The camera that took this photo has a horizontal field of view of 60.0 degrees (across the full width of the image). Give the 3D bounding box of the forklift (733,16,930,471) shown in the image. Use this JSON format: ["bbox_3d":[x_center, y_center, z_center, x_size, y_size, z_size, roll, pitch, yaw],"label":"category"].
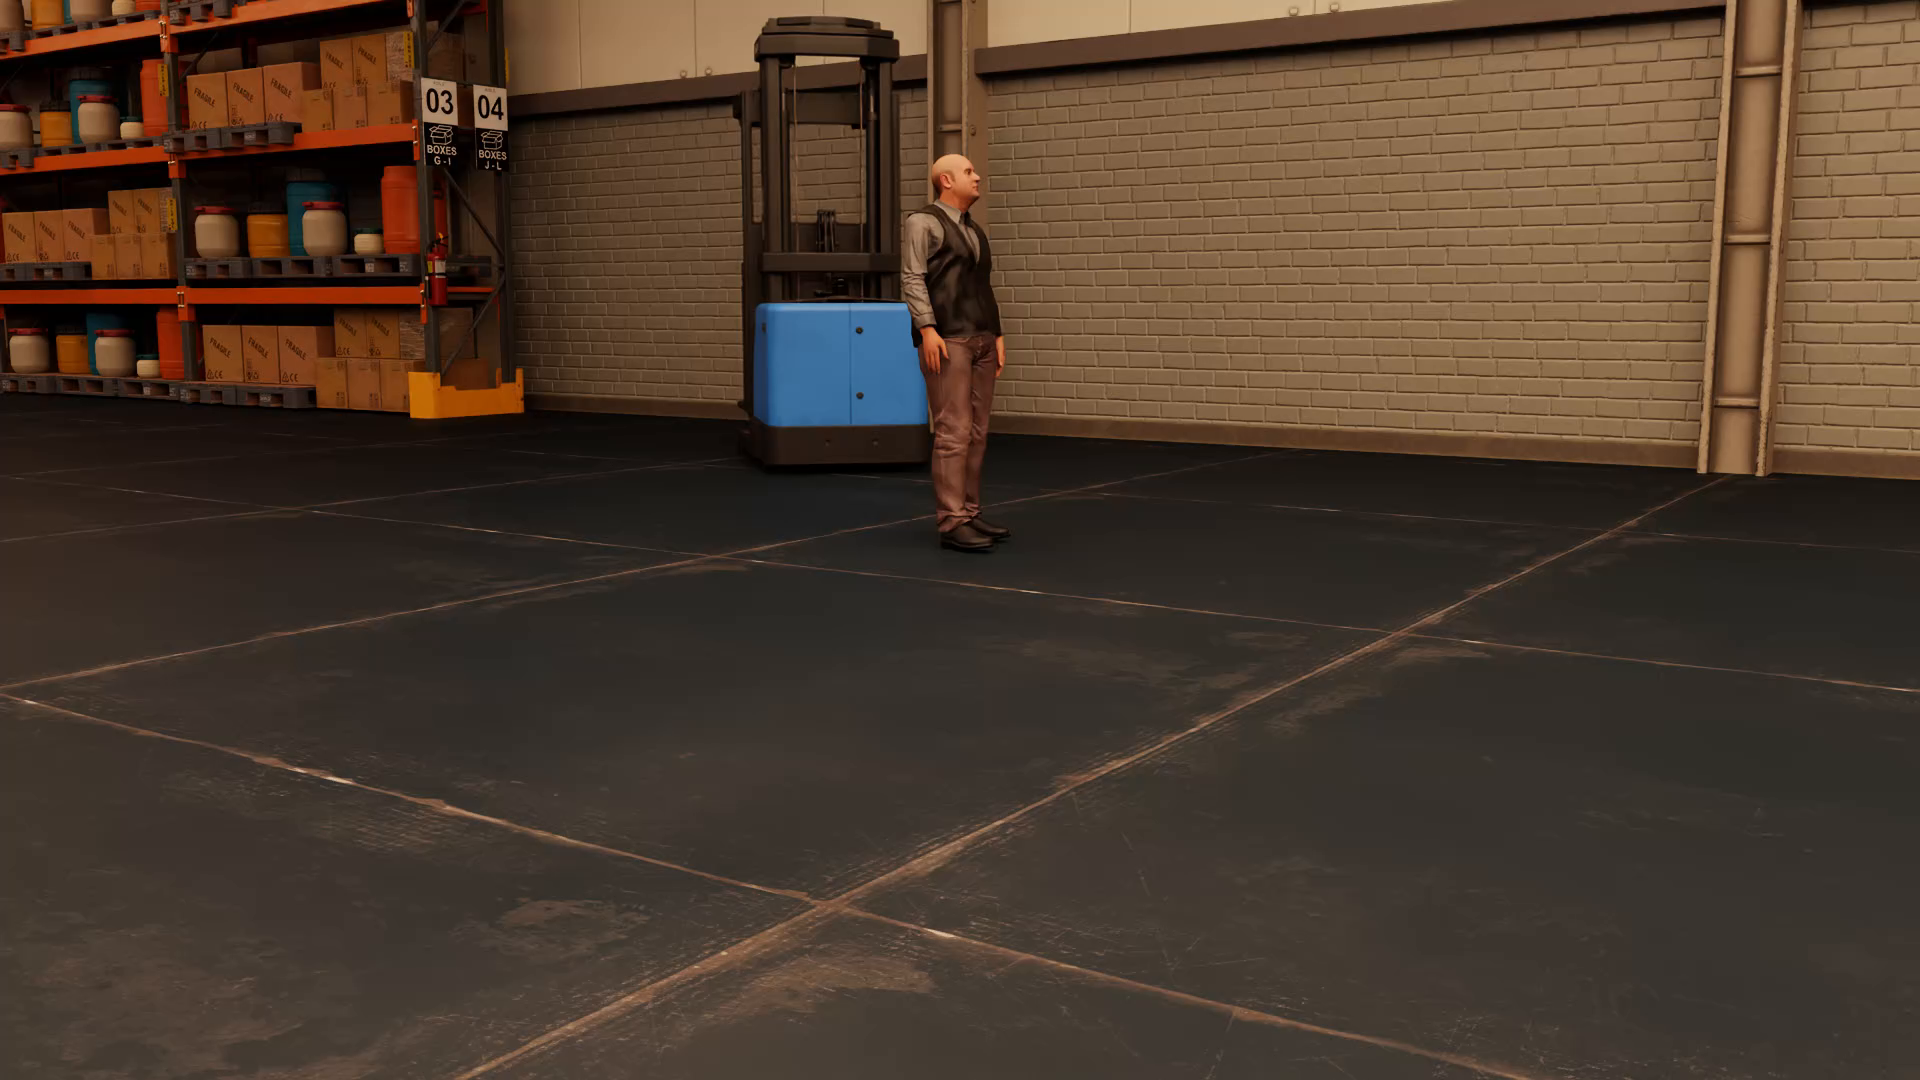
[{"bbox_3d":[-1.005,-2.068,11.739,1.130,2.935,3.031,-2,8,-12],"label":"forklift"}]

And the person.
[{"bbox_3d":[0.055,-0.853,7.436,0.551,1.722,0.633,5,10,34],"label":"person"}]
